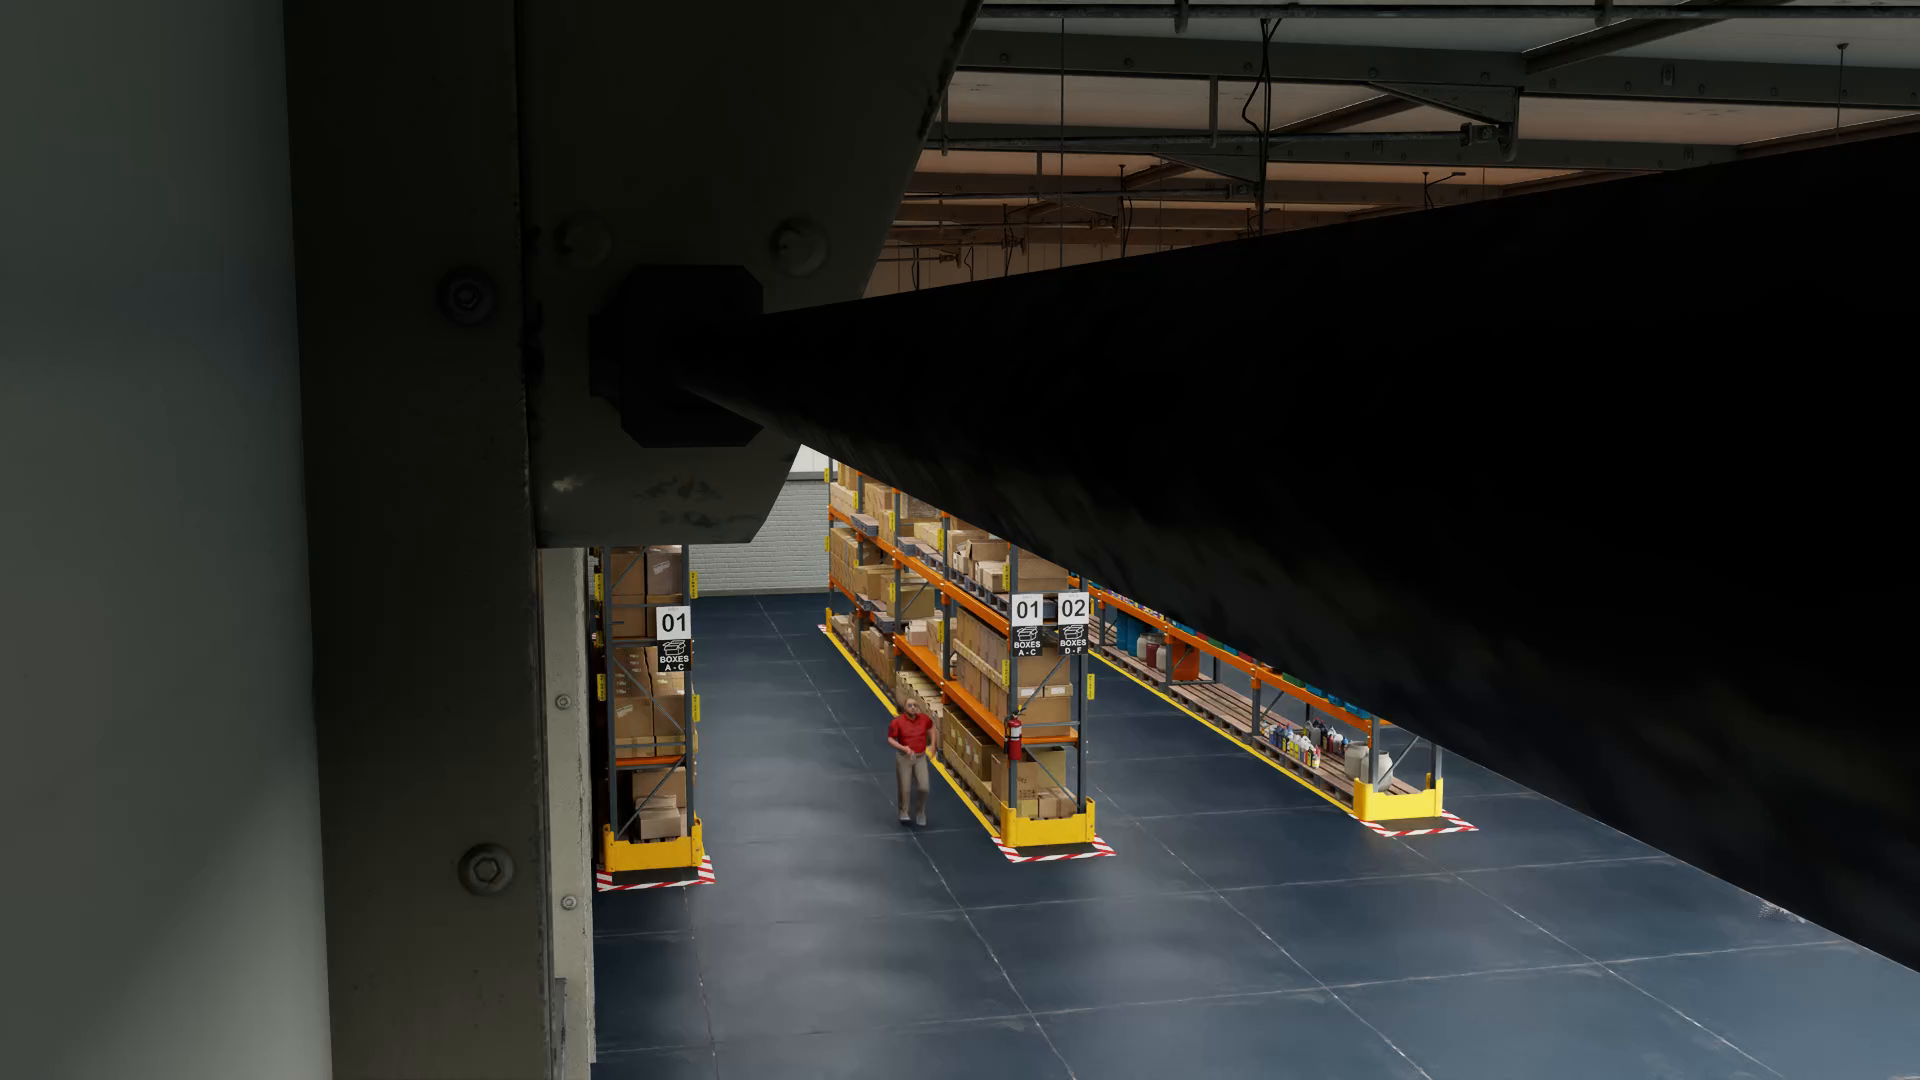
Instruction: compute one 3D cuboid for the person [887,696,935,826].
[{"bbox_3d":[-0.609,2.920,21.772,0.693,1.760,0.702,-2,7,-16],"label":"person"}]
